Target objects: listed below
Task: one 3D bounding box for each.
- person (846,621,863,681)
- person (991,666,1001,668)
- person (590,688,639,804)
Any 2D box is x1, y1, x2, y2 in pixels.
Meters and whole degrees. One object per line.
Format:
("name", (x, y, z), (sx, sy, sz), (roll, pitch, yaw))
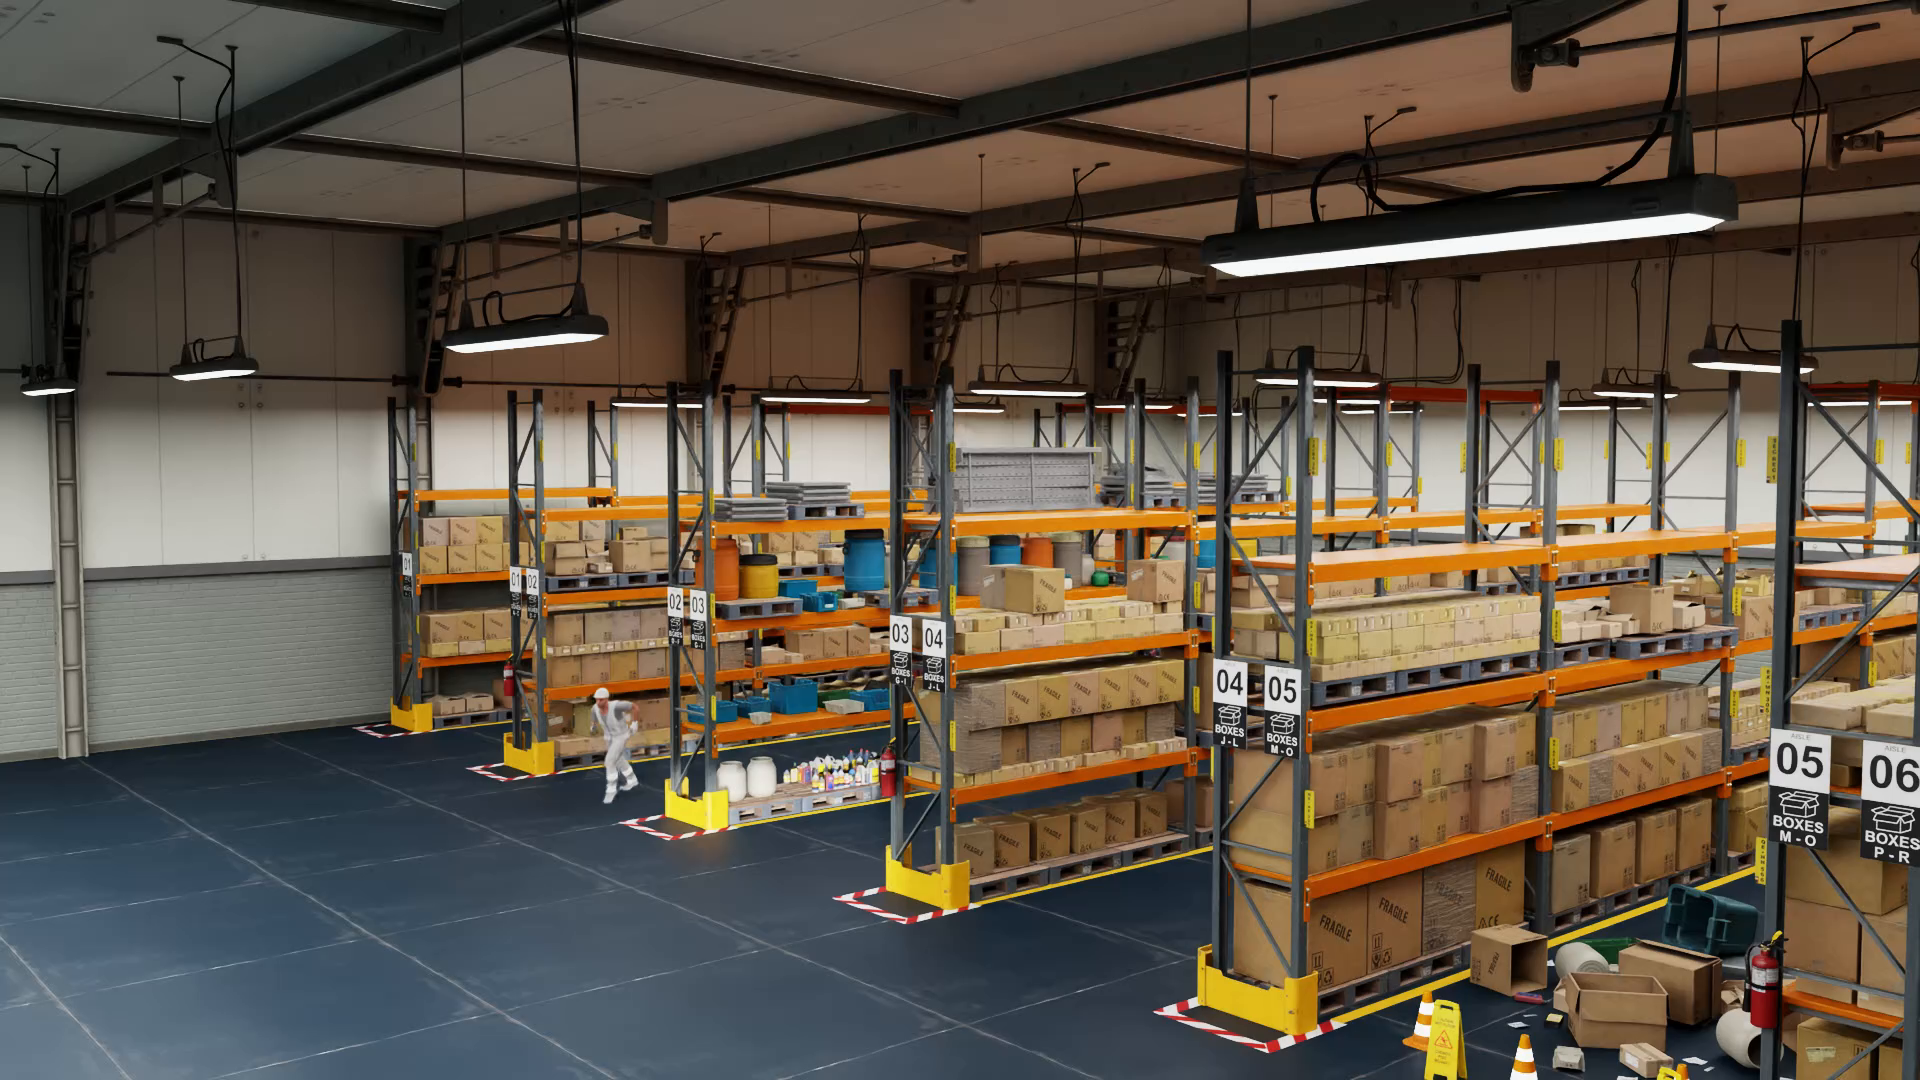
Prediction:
("person", (-2.040, 2.427, 32.782), (0.767, 1.736, 0.524), (-2, 4, -34))
("person", (0.520, 2.561, 28.830), (0.711, 1.771, 1.034), (3, 4, 39))
("person", (-4.952, 2.947, 24.078), (0.707, 1.721, 1.025), (1, 4, 23))
